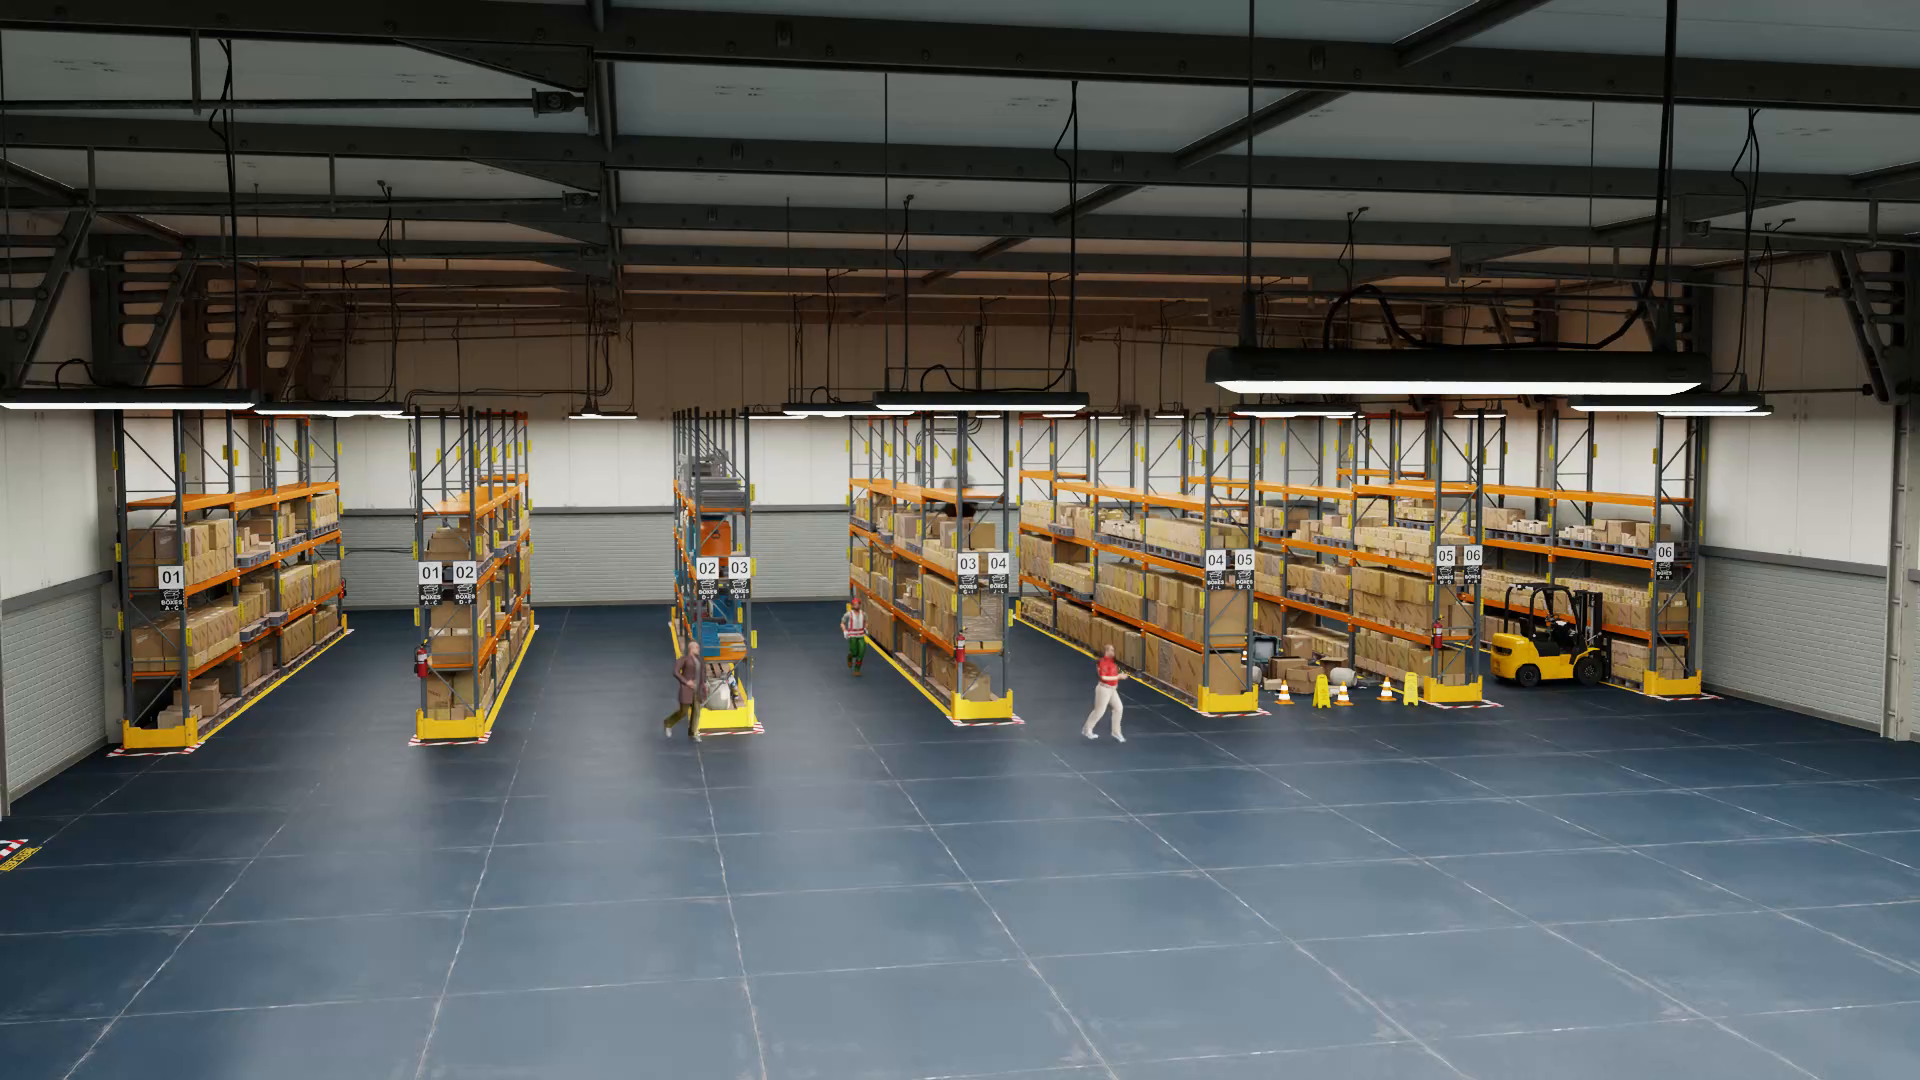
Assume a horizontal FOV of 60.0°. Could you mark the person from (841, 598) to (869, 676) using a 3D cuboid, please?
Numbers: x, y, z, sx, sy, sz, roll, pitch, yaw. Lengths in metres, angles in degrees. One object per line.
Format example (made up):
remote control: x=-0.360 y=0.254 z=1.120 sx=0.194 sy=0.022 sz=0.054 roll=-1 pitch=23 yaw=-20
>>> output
person: x=-2.349 y=2.186 z=37.621 sx=0.657 sy=1.743 sz=0.605 roll=-2 pitch=4 yaw=-22

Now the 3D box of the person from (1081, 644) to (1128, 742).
person: x=2.611 y=2.752 z=29.757 sx=0.866 sy=1.786 sz=0.603 roll=2 pitch=4 yaw=24

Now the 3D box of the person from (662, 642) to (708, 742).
person: x=-4.853 y=2.710 z=30.006 sx=0.911 sy=1.748 sz=0.774 roll=3 pitch=5 yaw=36

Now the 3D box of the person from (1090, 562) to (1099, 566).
person: x=3.910 y=1.462 z=48.536 sx=0.636 sy=1.666 sz=0.499 roll=-2 pitch=4 yaw=-23
